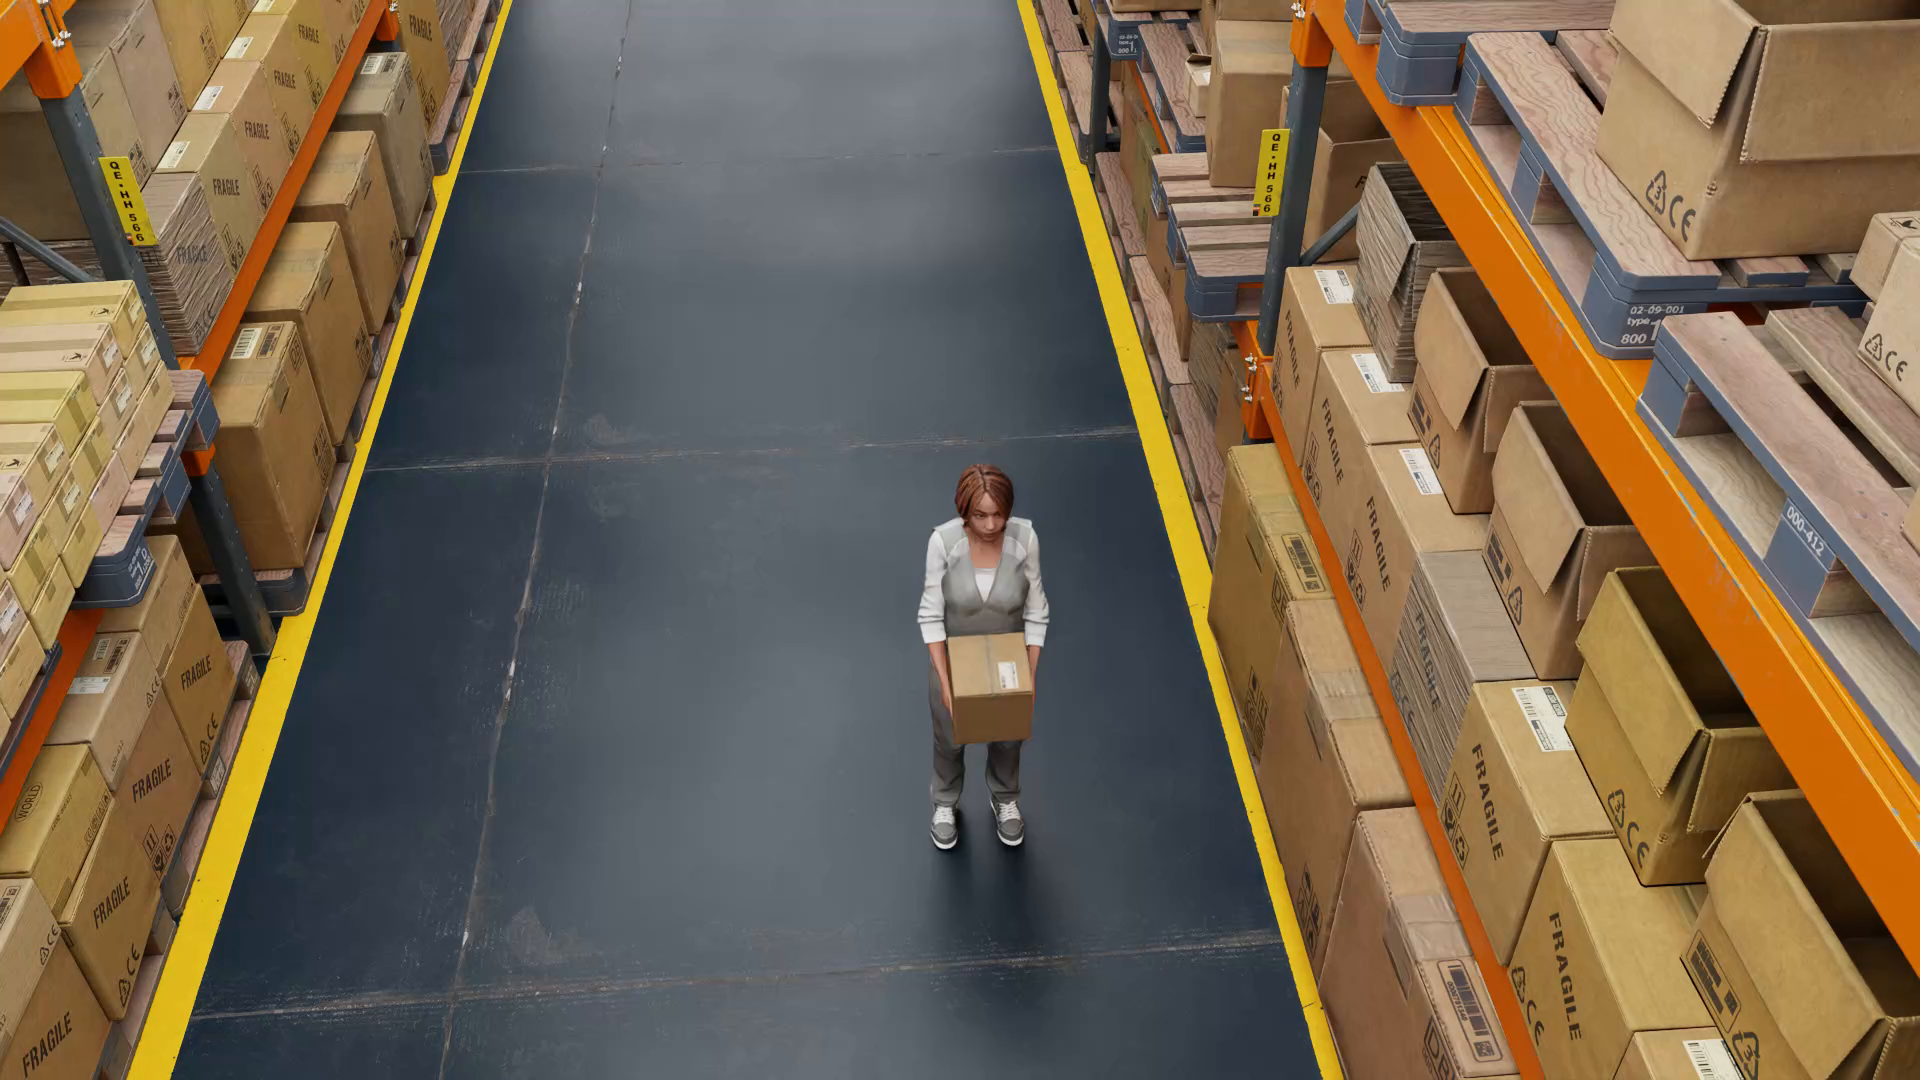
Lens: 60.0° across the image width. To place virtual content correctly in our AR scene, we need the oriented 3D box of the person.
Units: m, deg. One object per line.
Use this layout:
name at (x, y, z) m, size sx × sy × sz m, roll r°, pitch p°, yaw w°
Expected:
person at (0.081, 0.453, 5.609) m, size 0.438 × 1.602 × 0.471 m, roll -3°, pitch 40°, yaw -4°
